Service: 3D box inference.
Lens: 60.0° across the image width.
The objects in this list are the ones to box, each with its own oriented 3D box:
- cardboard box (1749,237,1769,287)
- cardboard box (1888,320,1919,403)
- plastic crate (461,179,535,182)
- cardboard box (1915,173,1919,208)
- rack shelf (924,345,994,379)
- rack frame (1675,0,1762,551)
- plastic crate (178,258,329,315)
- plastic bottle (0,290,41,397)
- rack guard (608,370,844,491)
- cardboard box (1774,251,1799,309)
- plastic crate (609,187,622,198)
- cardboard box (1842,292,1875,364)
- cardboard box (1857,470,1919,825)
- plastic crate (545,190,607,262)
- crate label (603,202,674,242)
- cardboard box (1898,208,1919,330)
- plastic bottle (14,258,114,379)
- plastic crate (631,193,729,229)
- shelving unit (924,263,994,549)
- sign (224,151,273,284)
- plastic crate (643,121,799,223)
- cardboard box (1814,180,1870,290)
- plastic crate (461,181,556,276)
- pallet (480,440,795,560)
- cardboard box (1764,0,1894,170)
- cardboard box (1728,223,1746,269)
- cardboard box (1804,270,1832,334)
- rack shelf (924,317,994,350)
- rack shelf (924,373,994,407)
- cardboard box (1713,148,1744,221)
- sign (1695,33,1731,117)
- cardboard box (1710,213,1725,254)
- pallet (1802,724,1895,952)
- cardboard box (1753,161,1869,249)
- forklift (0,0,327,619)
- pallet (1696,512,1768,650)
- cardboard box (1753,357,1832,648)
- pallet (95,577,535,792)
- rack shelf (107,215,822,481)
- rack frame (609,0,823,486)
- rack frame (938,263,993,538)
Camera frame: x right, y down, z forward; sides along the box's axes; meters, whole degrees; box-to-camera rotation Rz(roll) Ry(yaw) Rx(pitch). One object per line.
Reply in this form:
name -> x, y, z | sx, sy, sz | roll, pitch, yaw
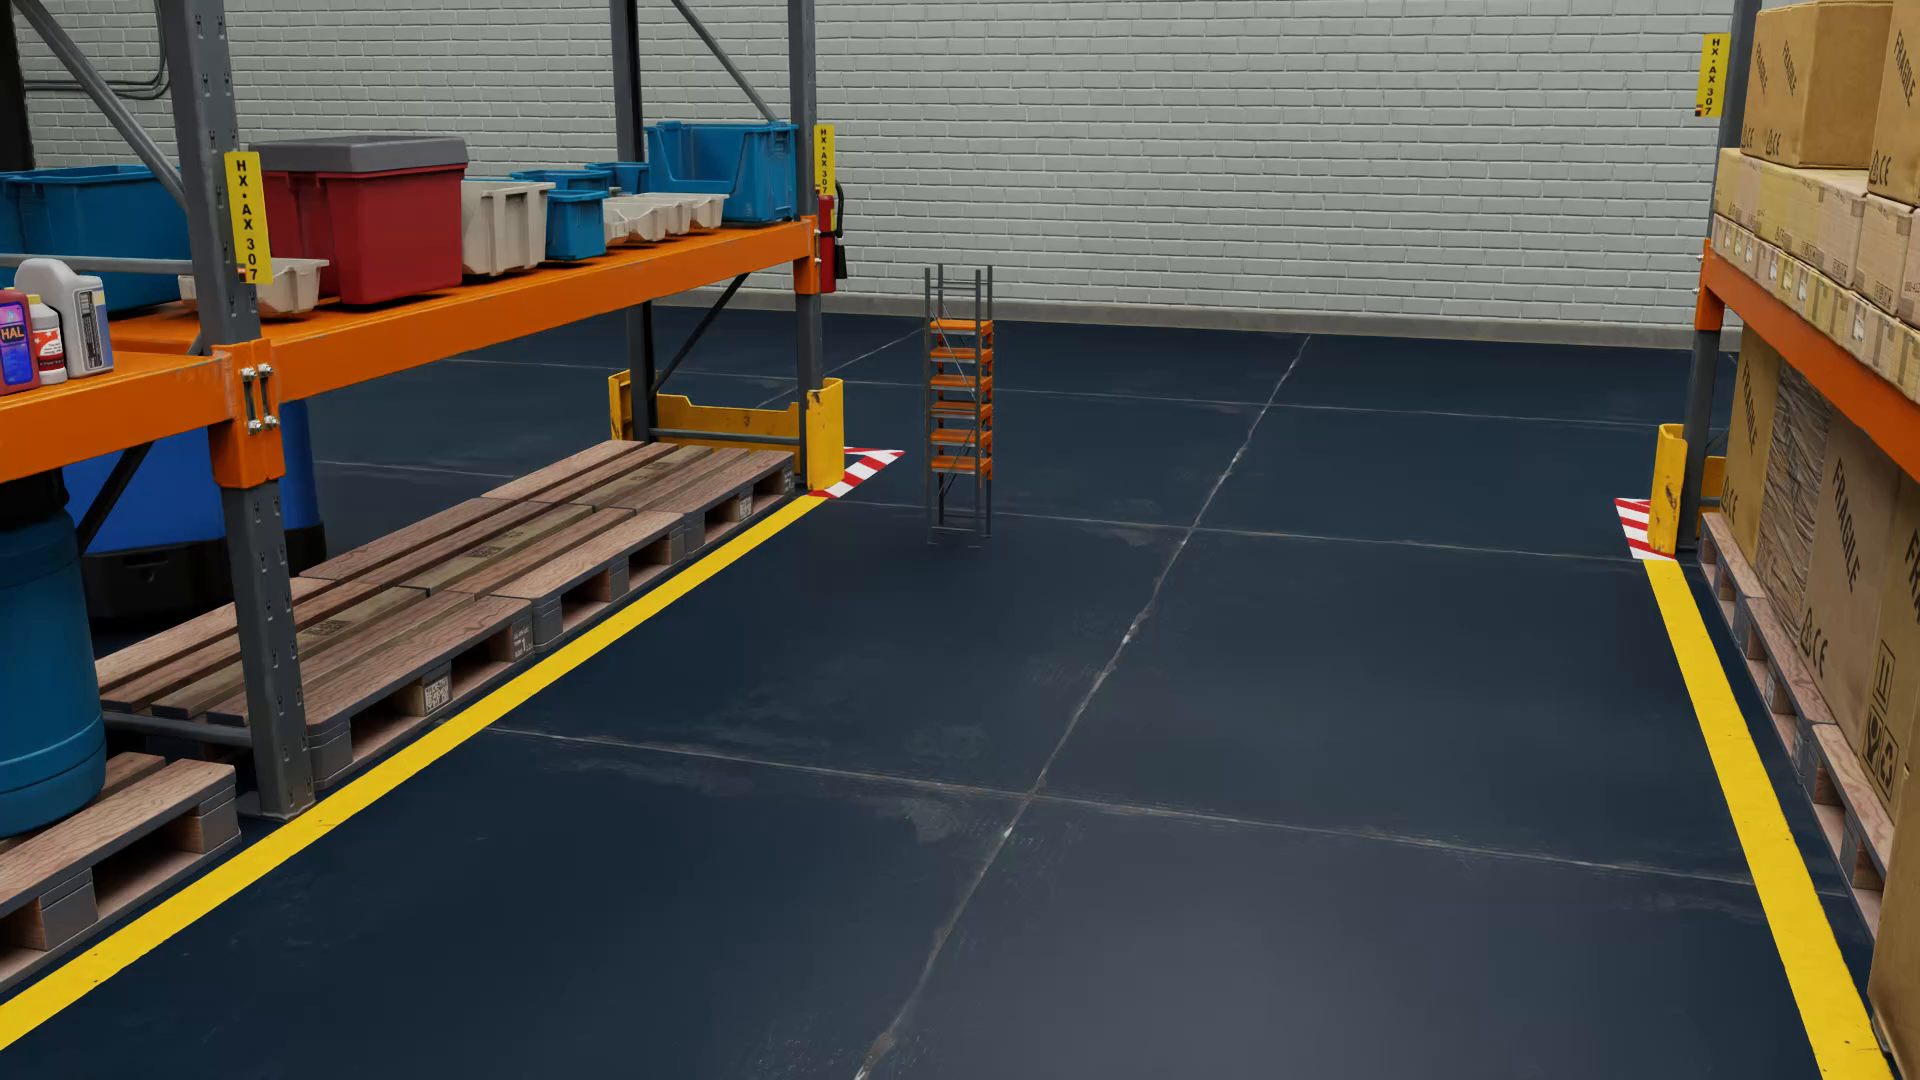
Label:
cardboard box -> 2.867, -0.923, 5.545 | 0.380, 0.149, 0.250 | 4, 16, 15
cardboard box -> 2.283, -0.385, 3.650 | 0.380, 0.149, 0.250 | 5, 17, 17
plastic crate -> -1.934, -1.329, 6.713 | 0.416, 0.233, 0.300 | 5, 16, 16
cardboard box -> 2.312, -0.906, 3.382 | 0.500, 0.500, 0.500 | 5, 17, 17
rack shelf -> -0.004, -0.762, 7.099 | 0.258, 0.103, 0.180 | 5, 16, 16
rack frame -> 3.575, -1.380, 6.696 | 1.000, 3.000, 0.127 | 5, 16, 16
plastic crate -> -2.042, -0.730, 4.779 | 0.396, 0.136, 0.243 | 5, 16, 16
plastic bottle -> -2.135, -0.469, 3.699 | 0.061, 0.283, 0.133 | 5, 16, 16
rack guard -> -1.180, -0.568, 8.417 | 1.175, 0.500, 0.348 | 5, 16, 16
cardboard box -> 2.721, -0.789, 5.074 | 0.380, 0.149, 0.250 | 4, 16, 14
plastic crate -> -1.731, -1.549, 7.667 | 0.250, 0.136, 0.298 | 5, 16, 16
cardboard box -> 2.430, -0.519, 4.123 | 0.380, 0.149, 0.250 | 5, 17, 17
cardboard box -> 2.702, 0.321, 3.826 | 0.875, 0.875, 0.875 | 5, 16, 16
plastic crate -> -1.512, -1.155, 6.101 | 0.416, 0.233, 0.300 | 5, 16, 16
crate label -> -1.384, -1.289, 6.750 | 0.396, 0.136, 0.243 | 5, 16, 16
cardboard box -> 2.312, -0.540, 3.466 | 0.500, 0.250, 0.500 | 4, 16, 15
plastic bottle -> -2.113, -0.529, 3.926 | 0.152, 0.276, 0.135 | 5, 16, 16
plastic crate -> -1.232, -1.438, 7.277 | 0.396, 0.136, 0.243 | 5, 16, 16
shelving unit -> -0.004, -0.573, 7.152 | 0.258, 1.200, 0.189 | 5, 16, 16
sign -> -1.784, -0.807, 4.171 | 0.100, 0.325, 0.005 | 5, 16, 16
plastic crate -> -1.090, -1.708, 7.678 | 0.616, 0.435, 0.499 | 5, 16, 16
cardboard box -> 2.601, -0.809, 4.415 | 0.500, 0.250, 0.500 | 5, 17, 17
plastic crate -> -1.700, -1.074, 5.727 | 0.437, 0.282, 0.530 | 5, 16, 16
pallet -> -1.446, -0.209, 7.681 | 1.003, 0.211, 1.213 | 5, 16, 16
cardboard box -> 2.896, -1.440, 5.264 | 0.500, 0.500, 0.500 | 4, 16, 14
cardboard box -> 3.013, -1.057, 6.020 | 0.380, 0.149, 0.250 | 4, 16, 15
cardboard box -> 2.575, -0.654, 4.597 | 0.380, 0.149, 0.250 | 4, 16, 15
rack shelf -> -0.004, -0.877, 7.066 | 0.258, 0.103, 0.180 | 5, 16, 16
rack shelf -> -0.004, -0.646, 7.132 | 0.258, 0.103, 0.180 | 5, 16, 16
cardboard box -> 3.179, -1.346, 6.307 | 0.500, 0.250, 0.500 | 4, 16, 14
sign -> 3.044, -1.879, 6.725 | 0.100, 0.325, 0.005 | 5, 16, 16
cardboard box -> 3.157, -1.192, 6.494 | 0.380, 0.149, 0.250 | 5, 17, 17
pallet -> 2.729, 0.816, 4.067 | 1.003, 0.211, 1.213 | 5, 16, 16
cardboard box -> 2.892, -1.078, 5.364 | 0.500, 0.250, 0.500 | 4, 16, 14
forklift -> -4.011, -1.093, 5.812 | 3.031, 2.935, 1.130 | -8, 18, -27
pallet -> 3.422, 0.177, 6.318 | 1.003, 0.211, 1.213 | 5, 16, 16
cardboard box -> 3.211, -0.148, 5.478 | 0.875, 0.875, 0.875 | 5, 16, 16
pallet -> -2.139, 0.429, 5.430 | 1.003, 0.211, 1.213 | 5, 16, 16
rack shelf -> -1.743, -0.894, 6.304 | 1.077, 0.370, 4.000 | 5, 16, 16
rack frame -> -1.174, -1.764, 8.051 | 1.000, 3.000, 0.127 | 5, 16, 16
rack frame -> 0.022, -0.597, 7.237 | 0.240, 1.200, 0.006 | 5, 16, 16
